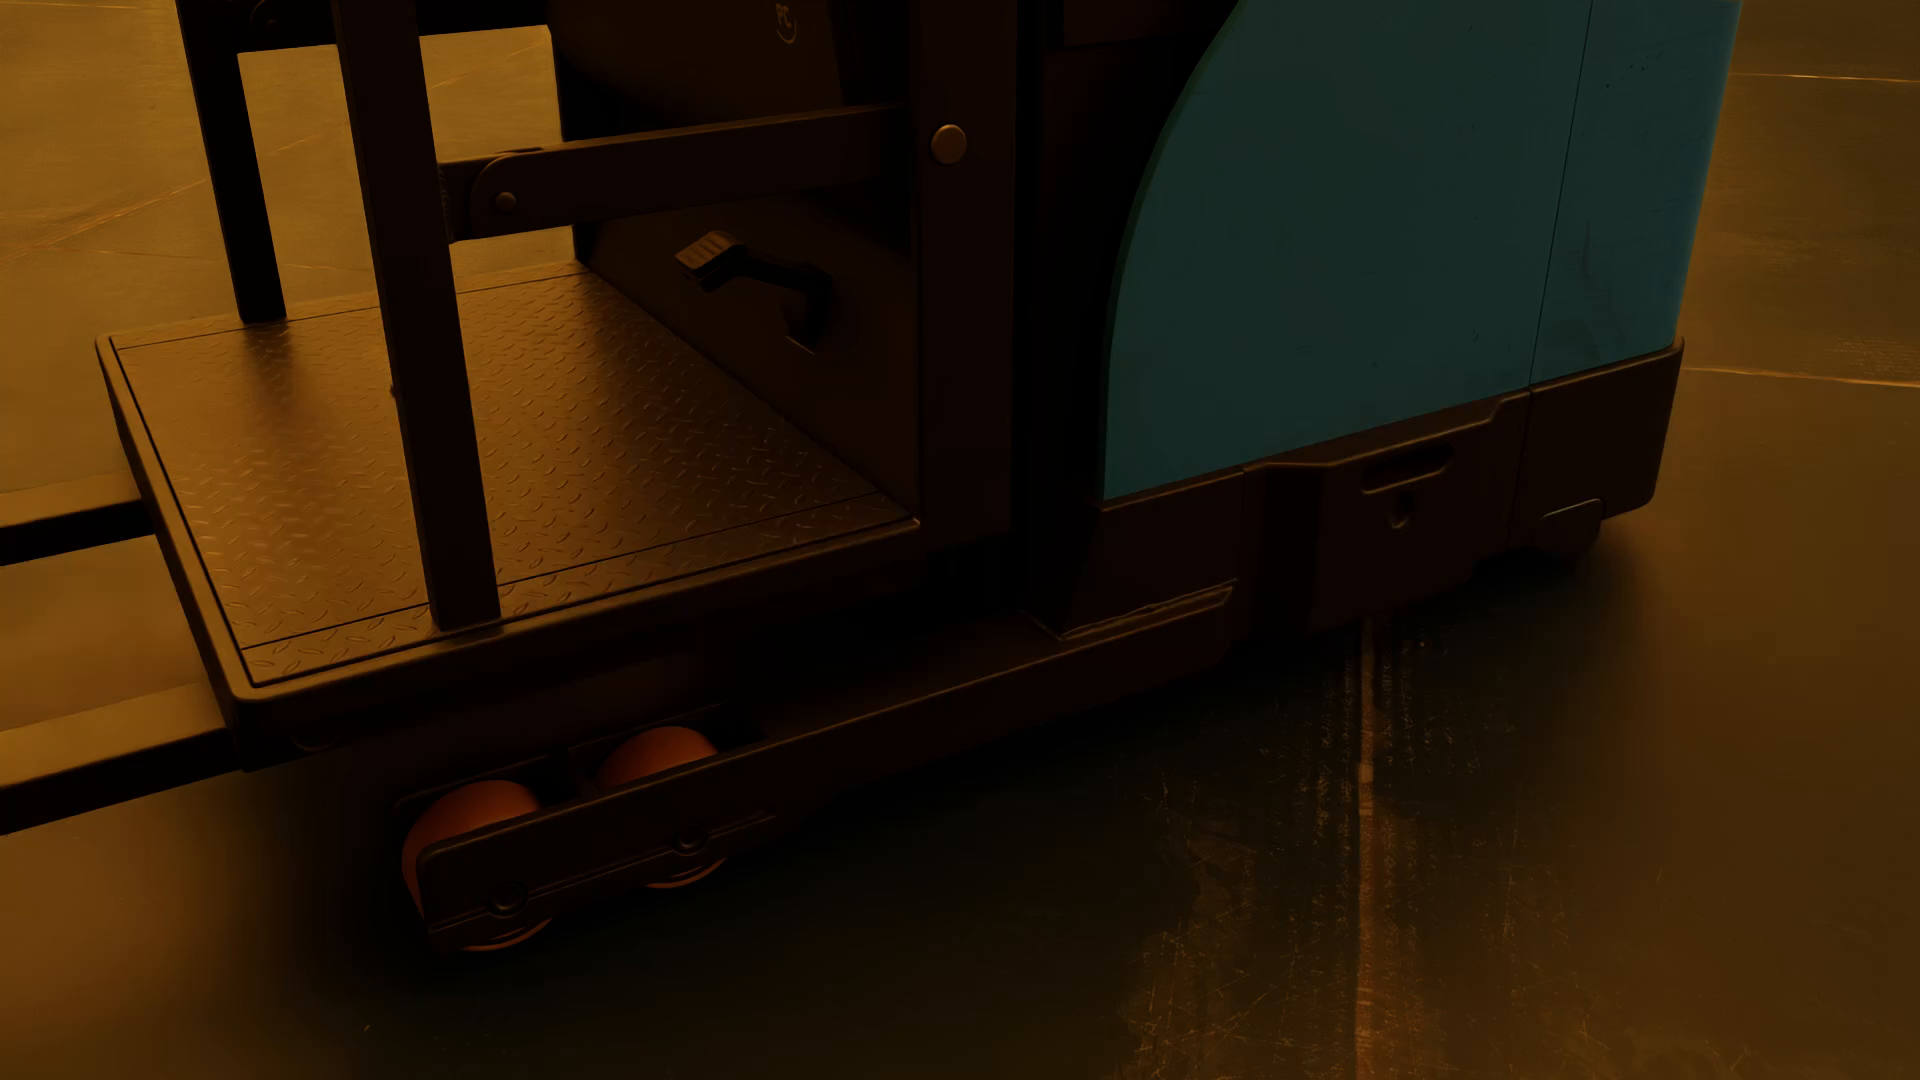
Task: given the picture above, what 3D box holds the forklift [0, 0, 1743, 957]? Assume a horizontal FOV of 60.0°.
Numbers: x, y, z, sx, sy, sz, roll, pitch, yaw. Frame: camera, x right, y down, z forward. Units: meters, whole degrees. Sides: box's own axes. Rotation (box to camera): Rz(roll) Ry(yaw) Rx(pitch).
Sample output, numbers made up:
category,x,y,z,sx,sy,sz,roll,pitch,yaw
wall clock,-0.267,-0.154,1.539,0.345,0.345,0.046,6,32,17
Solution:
category,x,y,z,sx,sy,sz,roll,pitch,yaw
forklift,-0.489,-1.167,1.559,3.031,2.935,1.130,-15,30,-27
